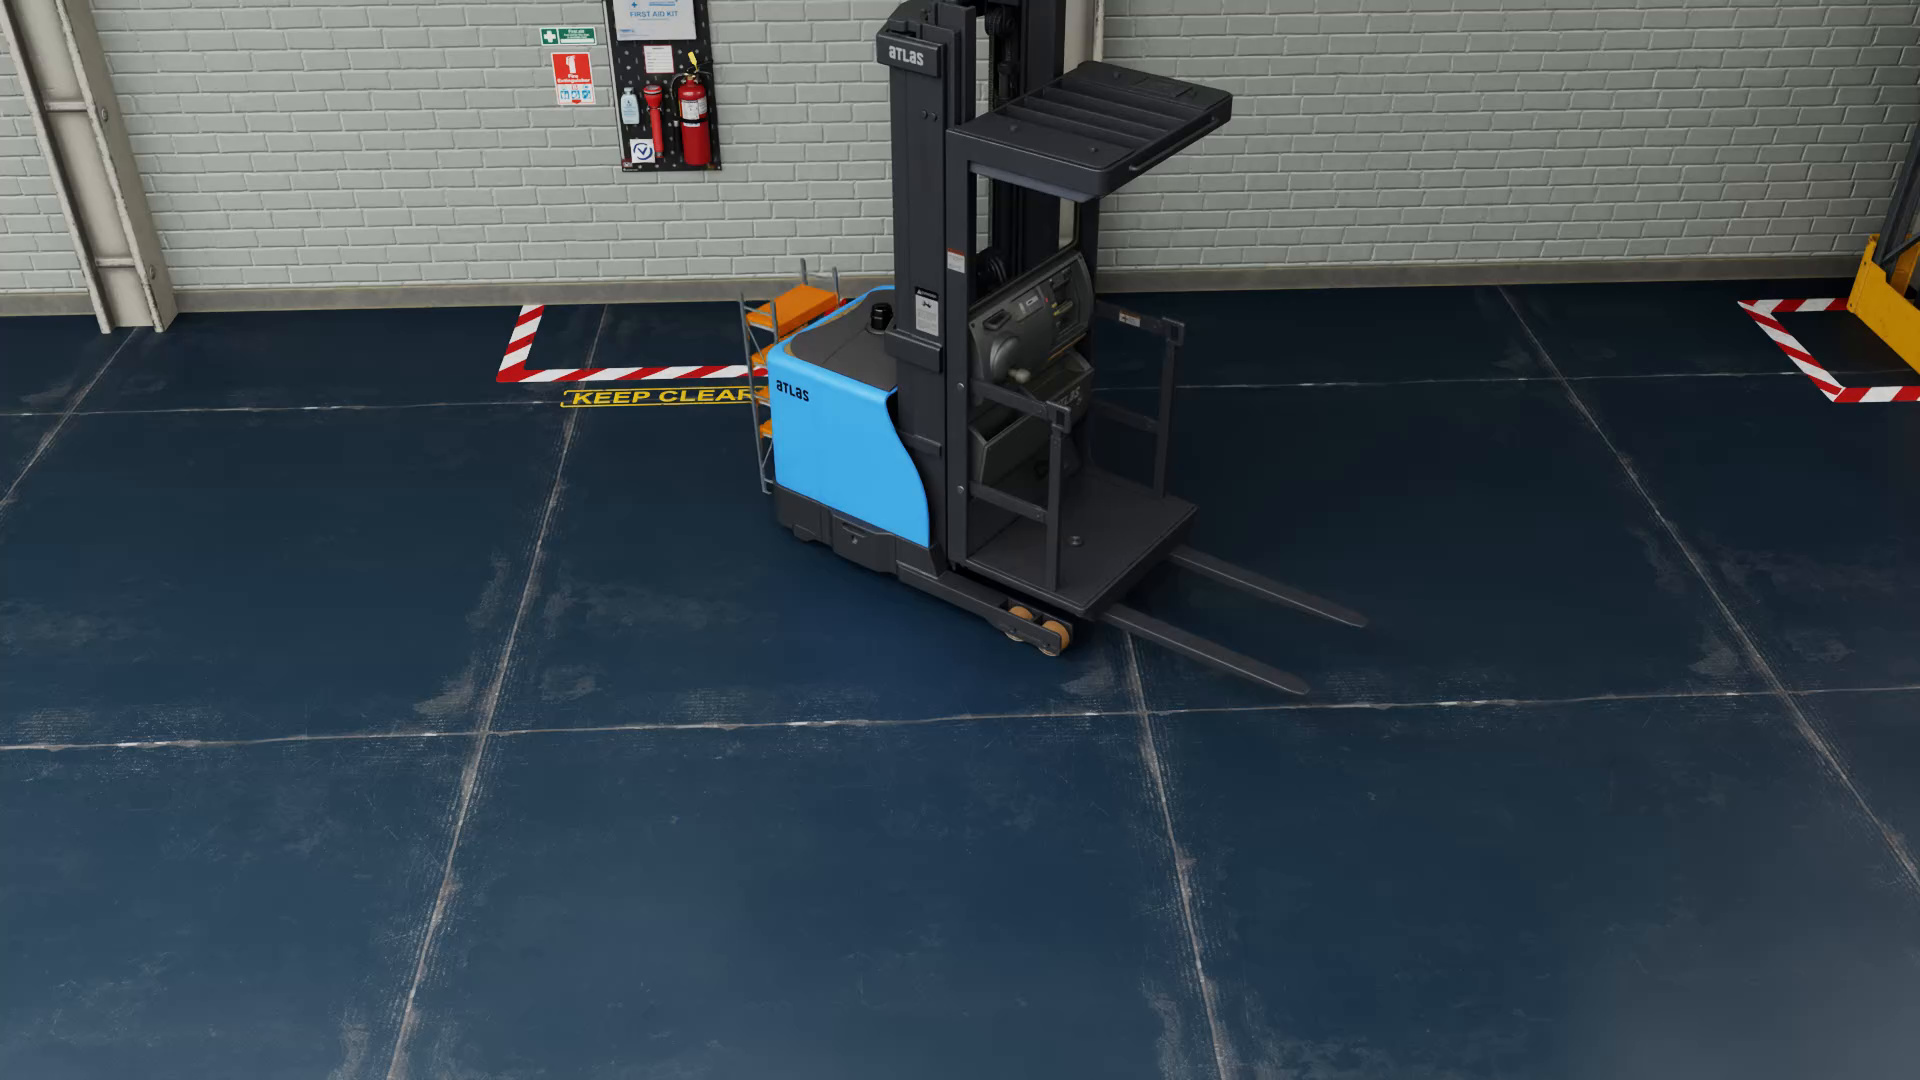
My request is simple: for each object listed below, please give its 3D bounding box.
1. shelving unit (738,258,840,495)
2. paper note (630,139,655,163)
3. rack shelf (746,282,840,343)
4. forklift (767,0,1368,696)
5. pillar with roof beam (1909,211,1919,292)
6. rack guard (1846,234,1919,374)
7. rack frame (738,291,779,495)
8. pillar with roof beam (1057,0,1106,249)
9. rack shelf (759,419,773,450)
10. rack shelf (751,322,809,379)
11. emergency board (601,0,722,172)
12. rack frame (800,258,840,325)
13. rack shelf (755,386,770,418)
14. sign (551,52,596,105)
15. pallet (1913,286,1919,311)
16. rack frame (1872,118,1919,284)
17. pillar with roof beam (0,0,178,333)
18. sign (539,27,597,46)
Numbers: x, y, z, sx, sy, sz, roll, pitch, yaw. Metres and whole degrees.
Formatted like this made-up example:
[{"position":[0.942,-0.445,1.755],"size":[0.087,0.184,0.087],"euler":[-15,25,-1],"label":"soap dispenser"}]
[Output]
[{"position":[-0.868,-0.848,8.946],"size":[0.258,1.200,0.503],"euler":[20,39,31],"label":"shelving unit"},{"position":[-1.997,-2.447,10.461],"size":[0.142,0.148,0.016],"euler":[-2,35,-2],"label":"paper note"},{"position":[-0.883,-1.177,8.732],"size":[0.258,0.148,0.480],"euler":[20,39,31],"label":"rack shelf"},{"position":[0.509,-0.994,7.646],"size":[3.031,2.935,1.130],"euler":[23,41,29],"label":"forklift"},{"position":[6.850,-3.001,5.215],"size":[0.400,9.000,9.100],"euler":[-2,35,-2],"label":"pillar with roof beam"},{"position":[6.064,-1.445,10.435],"size":[0.348,0.500,1.175],"euler":[-2,35,-2],"label":"rack guard"},{"position":[-1.011,-0.736,8.784],"size":[0.240,1.200,0.015],"euler":[20,39,31],"label":"rack frame"},{"position":[0.857,-2.840,4.982],"size":[0.400,9.000,9.100],"euler":[-2,35,-2],"label":"pillar with roof beam"},{"position":[-0.857,-0.625,9.090],"size":[0.258,0.148,0.480],"euler":[20,39,31],"label":"rack shelf"},{"position":[-0.874,-0.979,8.861],"size":[0.258,0.148,0.480],"euler":[20,39,31],"label":"rack shelf"},{"position":[-1.817,-2.775,10.160],"size":[0.643,1.169,0.194],"euler":[-2,35,-2],"label":"emergency board"},{"position":[-0.724,-0.960,9.108],"size":[0.240,1.200,0.015],"euler":[20,39,31],"label":"rack frame"},{"position":[-0.865,-0.792,8.982],"size":[0.258,0.148,0.480],"euler":[20,39,31],"label":"rack shelf"},{"position":[-2.374,-2.833,10.213],"size":[0.234,0.329,0.001],"euler":[-2,35,-2],"label":"sign"},{"position":[6.877,-1.328,10.520],"size":[1.213,0.211,1.003],"euler":[-2,35,-2],"label":"pallet"},{"position":[5.988,-2.471,9.721],"size":[0.127,3.000,1.000],"euler":[-2,35,-2],"label":"rack frame"},{"position":[-5.136,-2.678,4.748],"size":[0.400,9.000,9.100],"euler":[-2,35,-2],"label":"pillar with roof beam"},{"position":[-2.369,-3.046,10.055],"size":[0.331,0.109,0.001],"euler":[-2,35,-2],"label":"sign"}]
